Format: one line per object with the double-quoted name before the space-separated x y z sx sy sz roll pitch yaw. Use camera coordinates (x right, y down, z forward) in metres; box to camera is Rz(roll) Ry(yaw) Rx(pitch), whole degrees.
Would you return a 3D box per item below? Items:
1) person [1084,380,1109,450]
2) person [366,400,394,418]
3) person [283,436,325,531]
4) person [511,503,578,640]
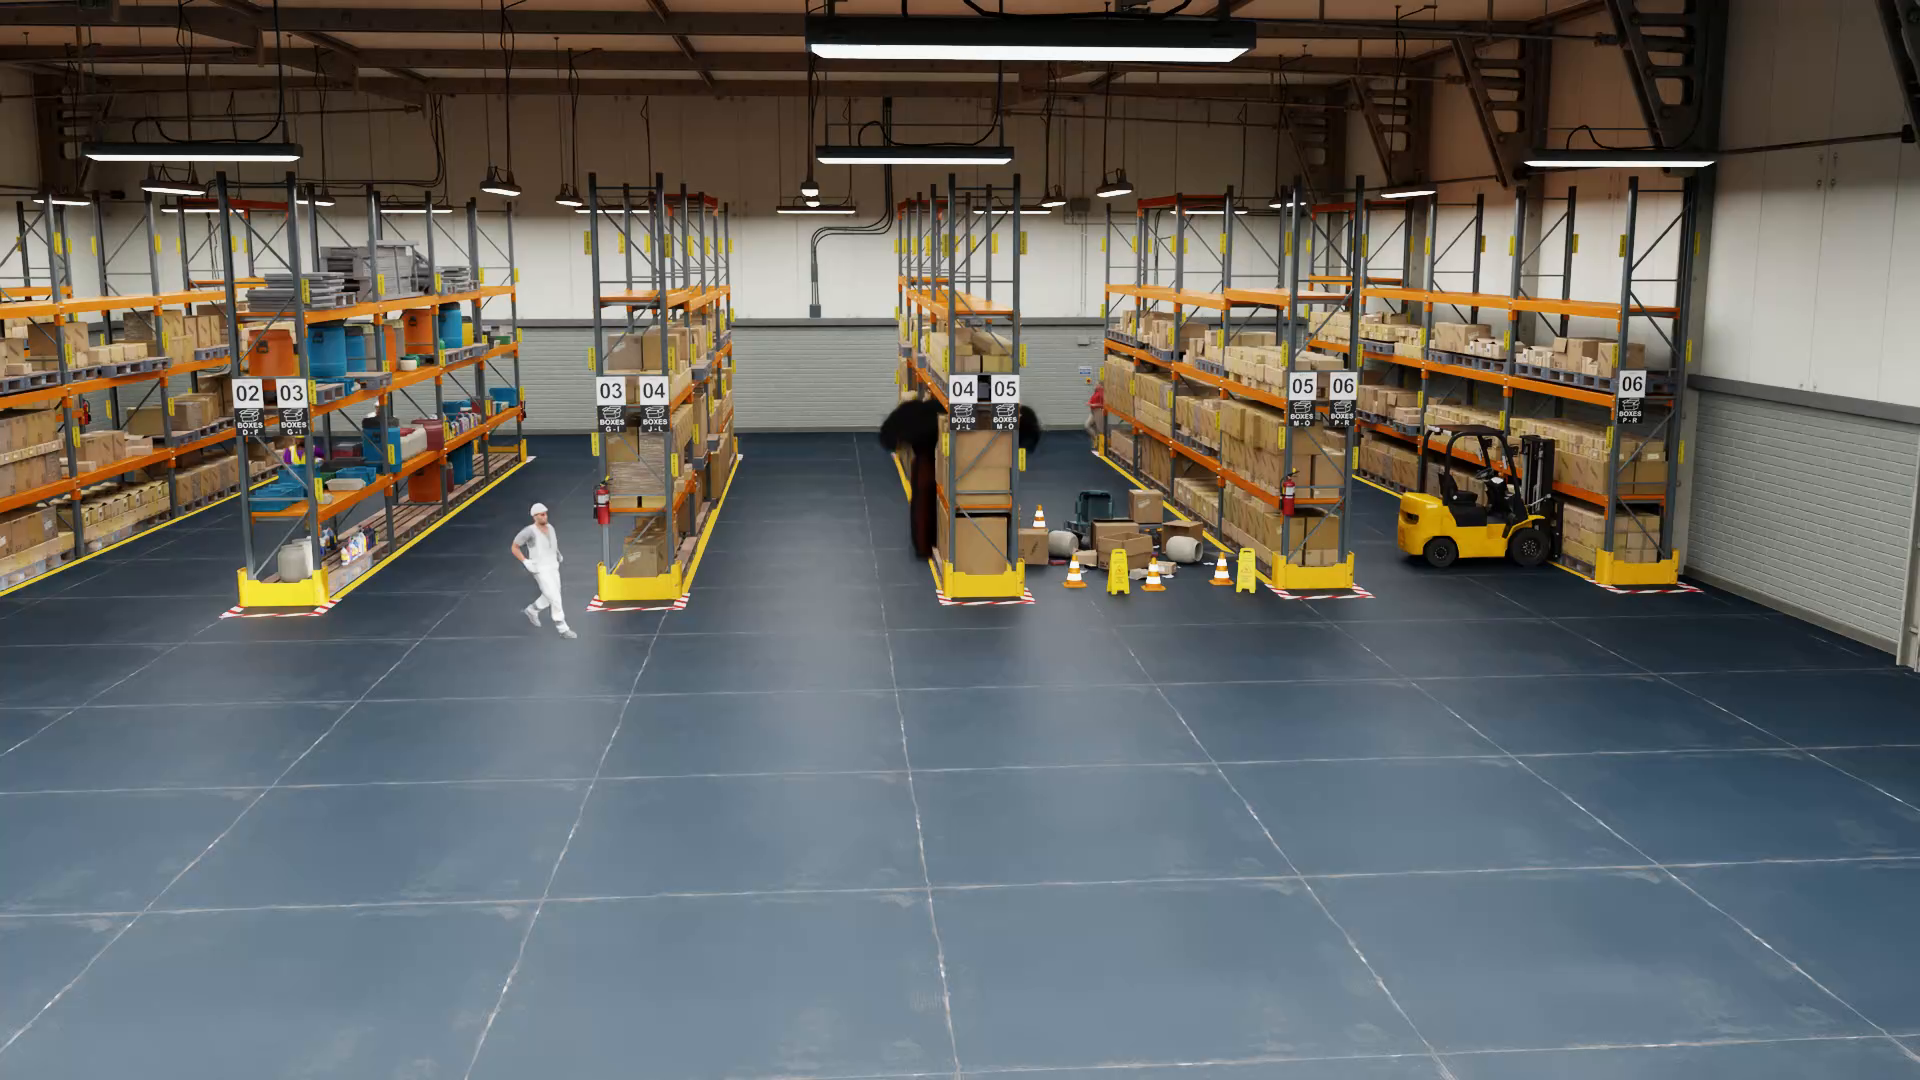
"person" 3.401 -3.084 41.277 0.731 1.767 0.649 -3 10 -14
"person" -12.385 -2.095 35.511 0.690 1.786 0.723 -2 10 -11
"person" -11.707 -1.062 29.673 0.651 1.811 0.833 1 10 3
"person" -5.387 0.394 21.379 0.926 1.758 0.647 6 11 29
